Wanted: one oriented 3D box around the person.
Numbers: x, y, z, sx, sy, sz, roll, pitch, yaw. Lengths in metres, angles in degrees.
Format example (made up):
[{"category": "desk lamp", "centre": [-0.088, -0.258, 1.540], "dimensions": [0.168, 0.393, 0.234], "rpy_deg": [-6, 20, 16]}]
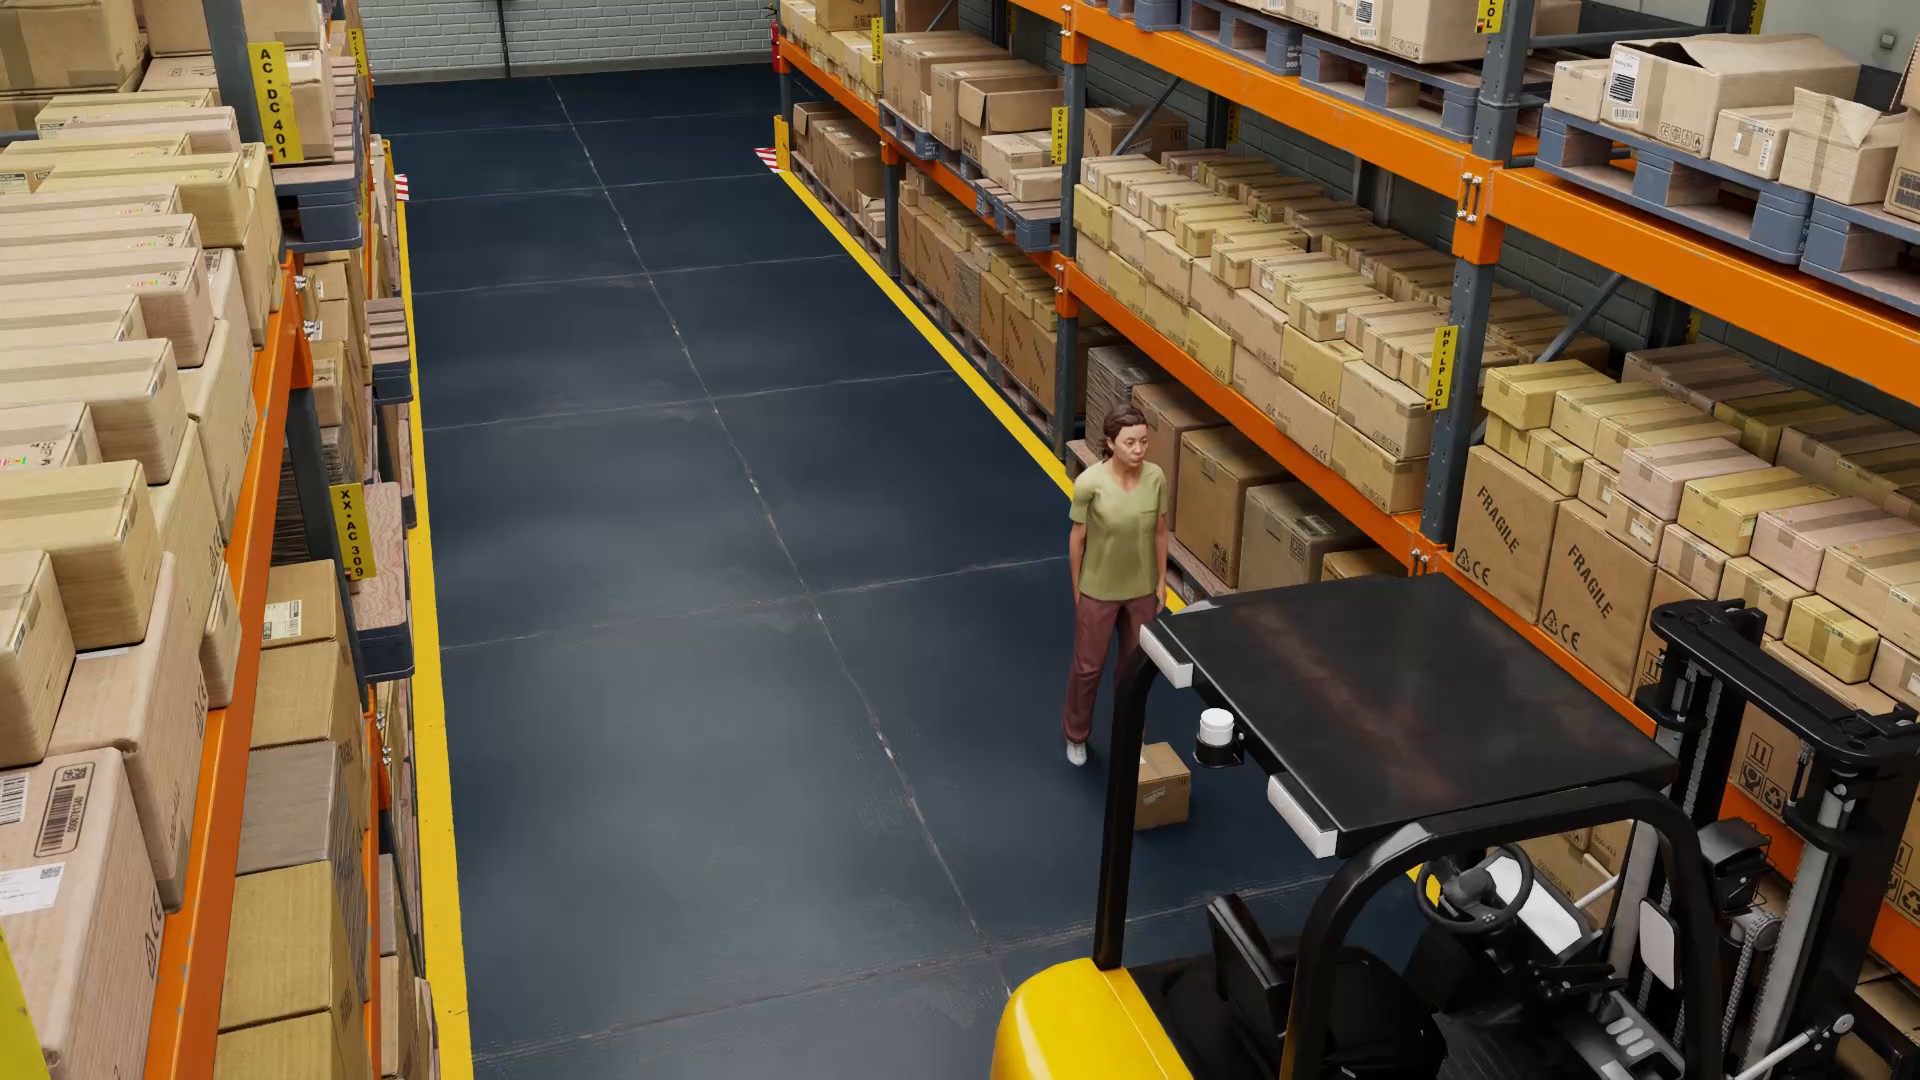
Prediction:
[{"category": "person", "centre": [0.694, 0.240, 7.195], "dimensions": [0.448, 1.731, 0.401], "rpy_deg": [-8, 27, -15]}]
